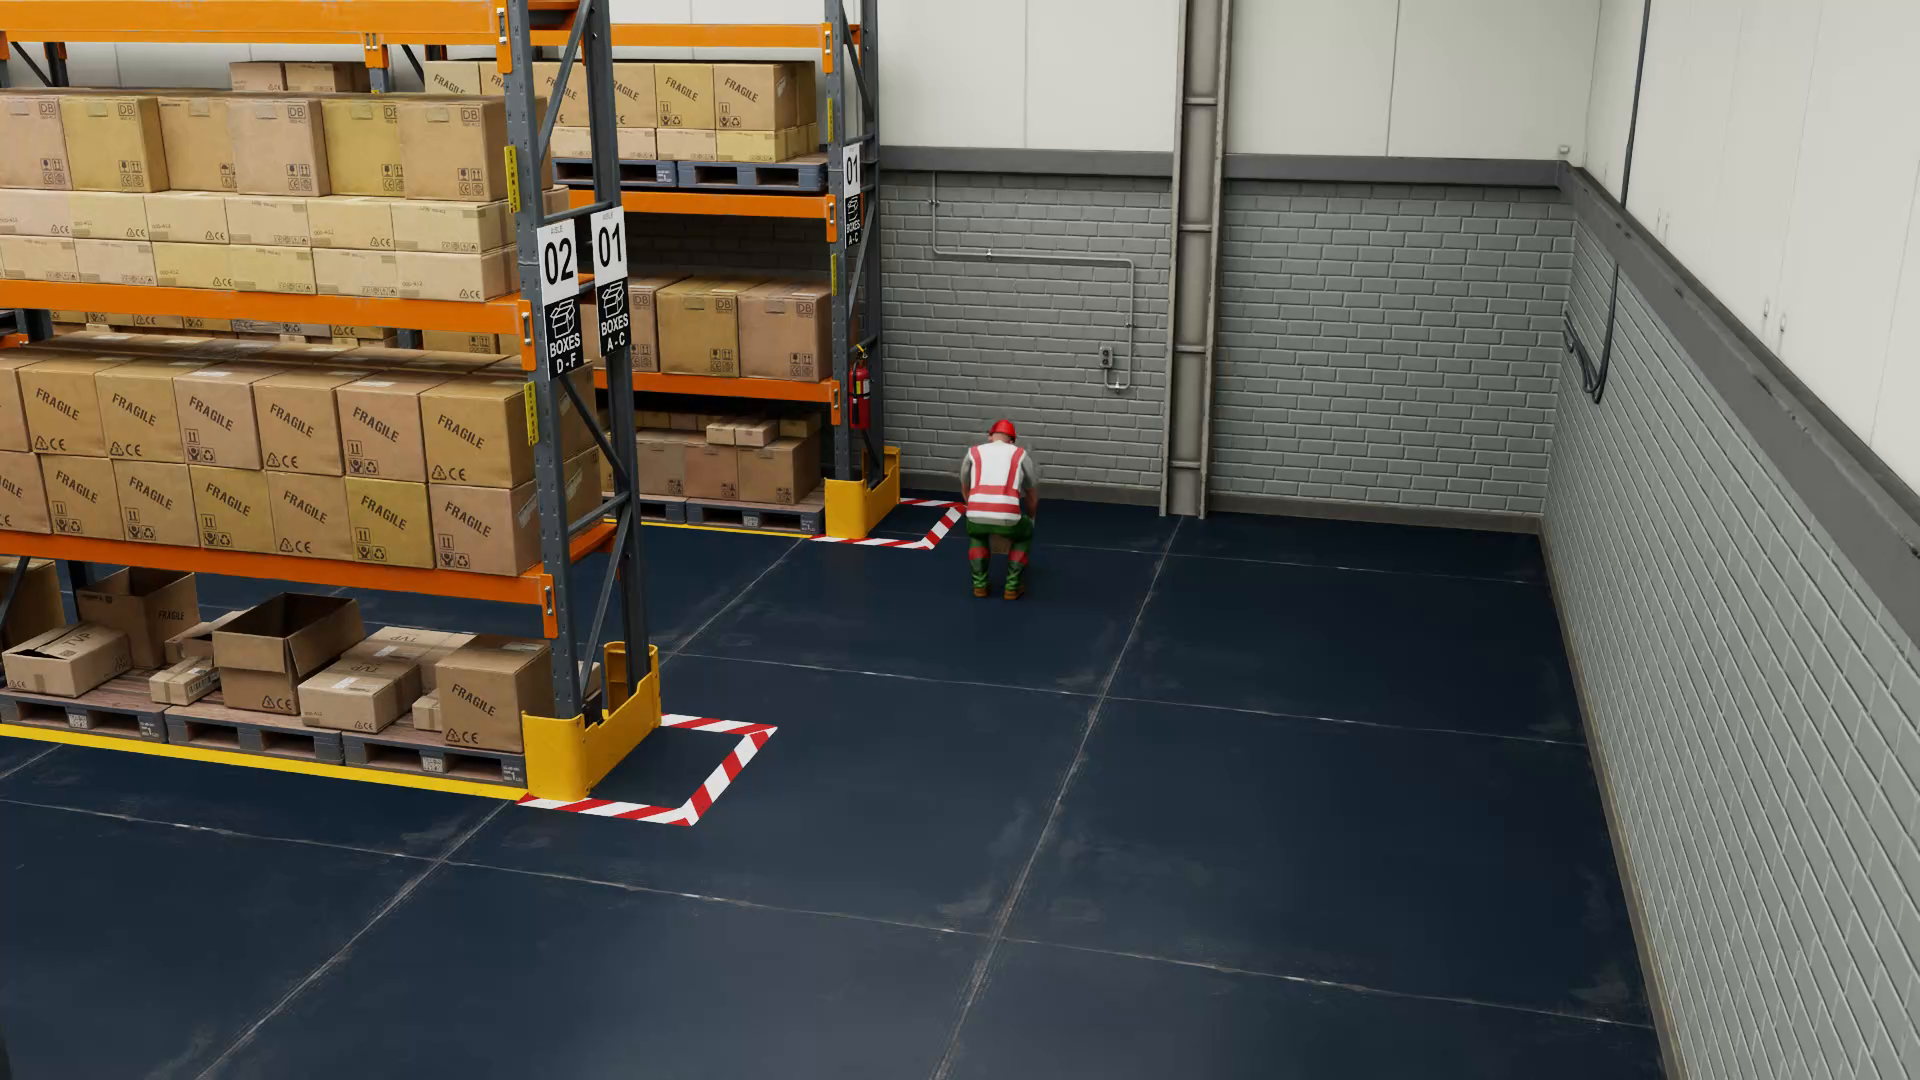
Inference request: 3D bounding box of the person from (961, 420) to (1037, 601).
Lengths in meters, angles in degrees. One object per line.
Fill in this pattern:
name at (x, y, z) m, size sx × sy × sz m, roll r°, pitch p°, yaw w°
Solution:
person at (0.266, -0.222, 12.542) m, size 0.585 × 1.267 × 0.825 m, roll 4°, pitch 19°, yaw 13°
